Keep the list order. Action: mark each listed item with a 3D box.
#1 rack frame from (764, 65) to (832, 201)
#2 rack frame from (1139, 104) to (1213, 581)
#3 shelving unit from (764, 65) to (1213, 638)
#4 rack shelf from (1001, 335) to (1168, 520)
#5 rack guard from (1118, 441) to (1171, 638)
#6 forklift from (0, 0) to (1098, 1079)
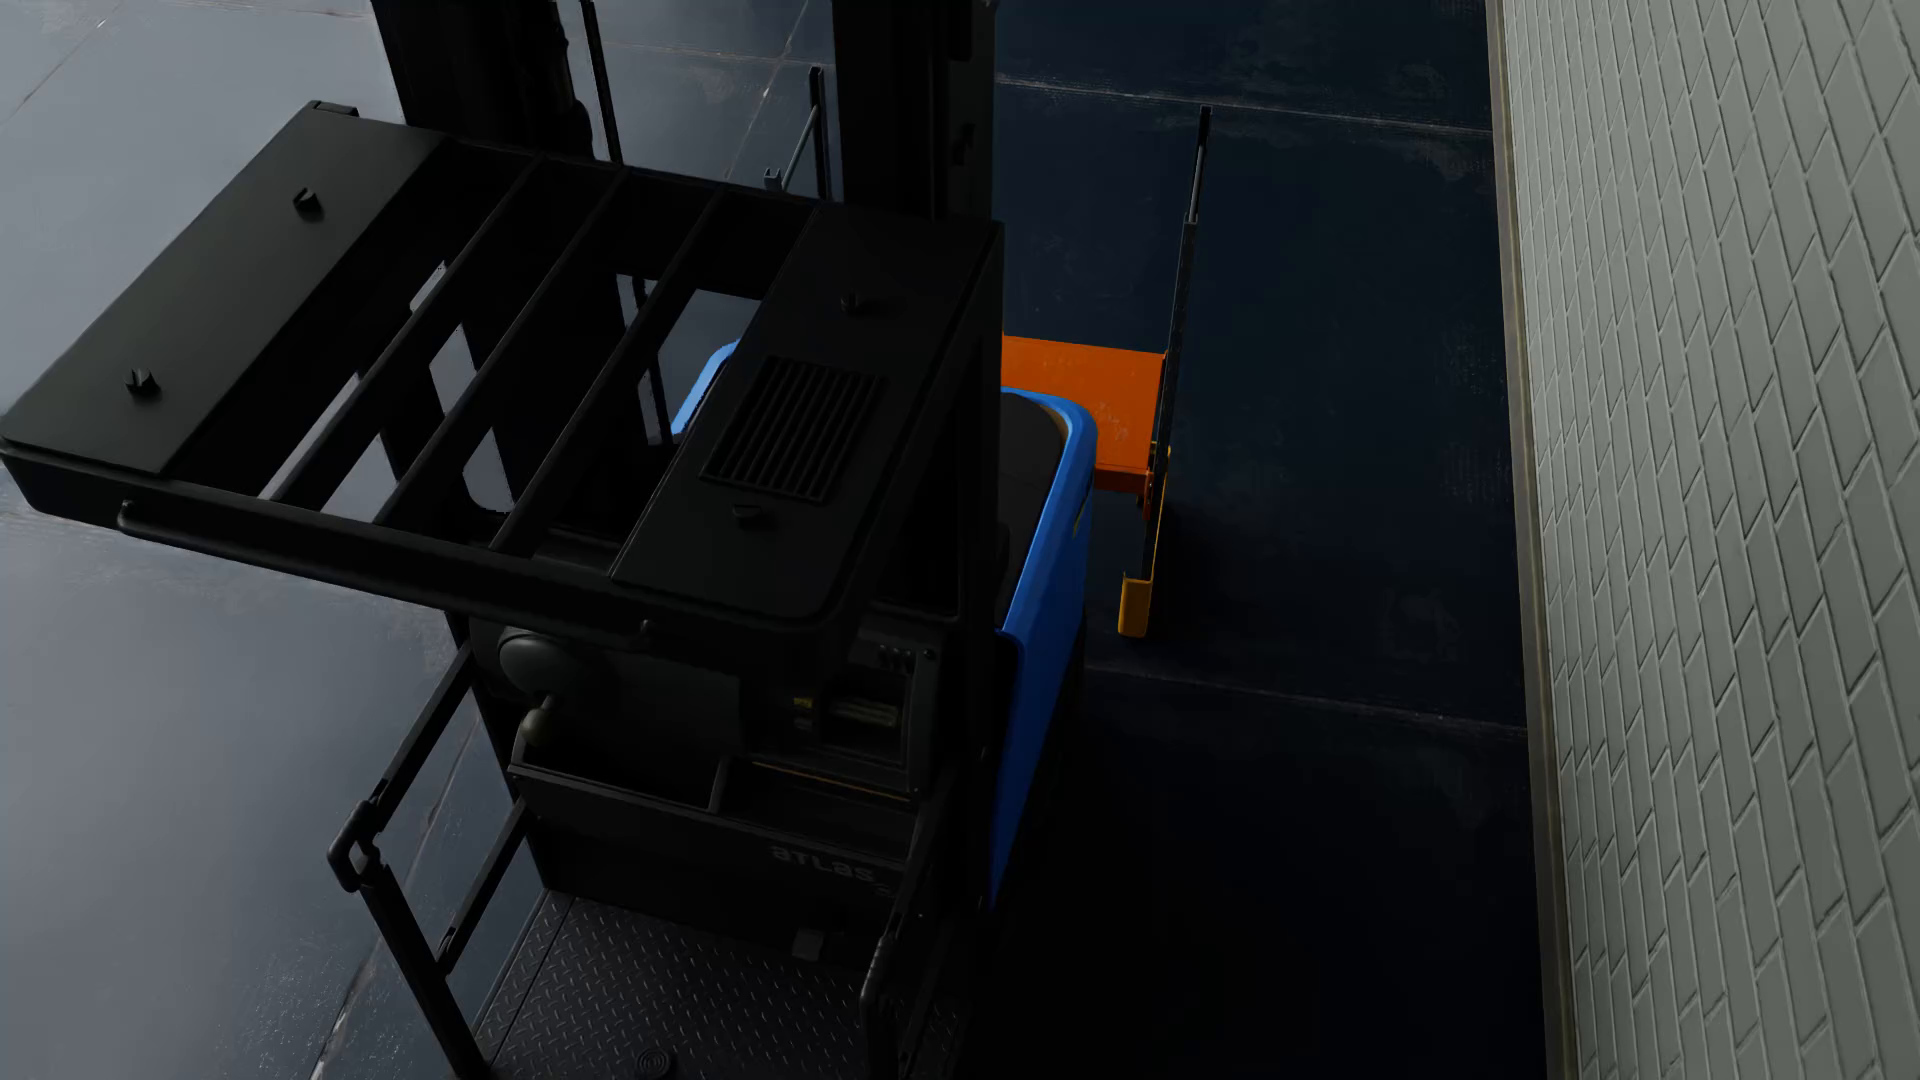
[{"bbox_3d":[-0.416,-0.557,4.742,0.032,1.500,0.500,8,49,7],"label":"rack frame"},{"bbox_3d":[0.584,-0.423,4.622,0.032,1.500,0.500,8,49,7],"label":"rack frame"},{"bbox_3d":[0.075,-0.491,4.683,1.083,1.500,0.587,8,49,7],"label":"shelving unit"},{"bbox_3d":[0.084,-0.370,4.816,1.000,0.185,0.538,8,49,7],"label":"rack shelf"},{"bbox_3d":[0.565,-0.008,5.089,0.087,0.250,0.587,8,49,7],"label":"rack guard"},{"bbox_3d":[-0.542,0.353,2.962,1.130,2.935,3.031,12,49,11],"label":"forklift"}]
